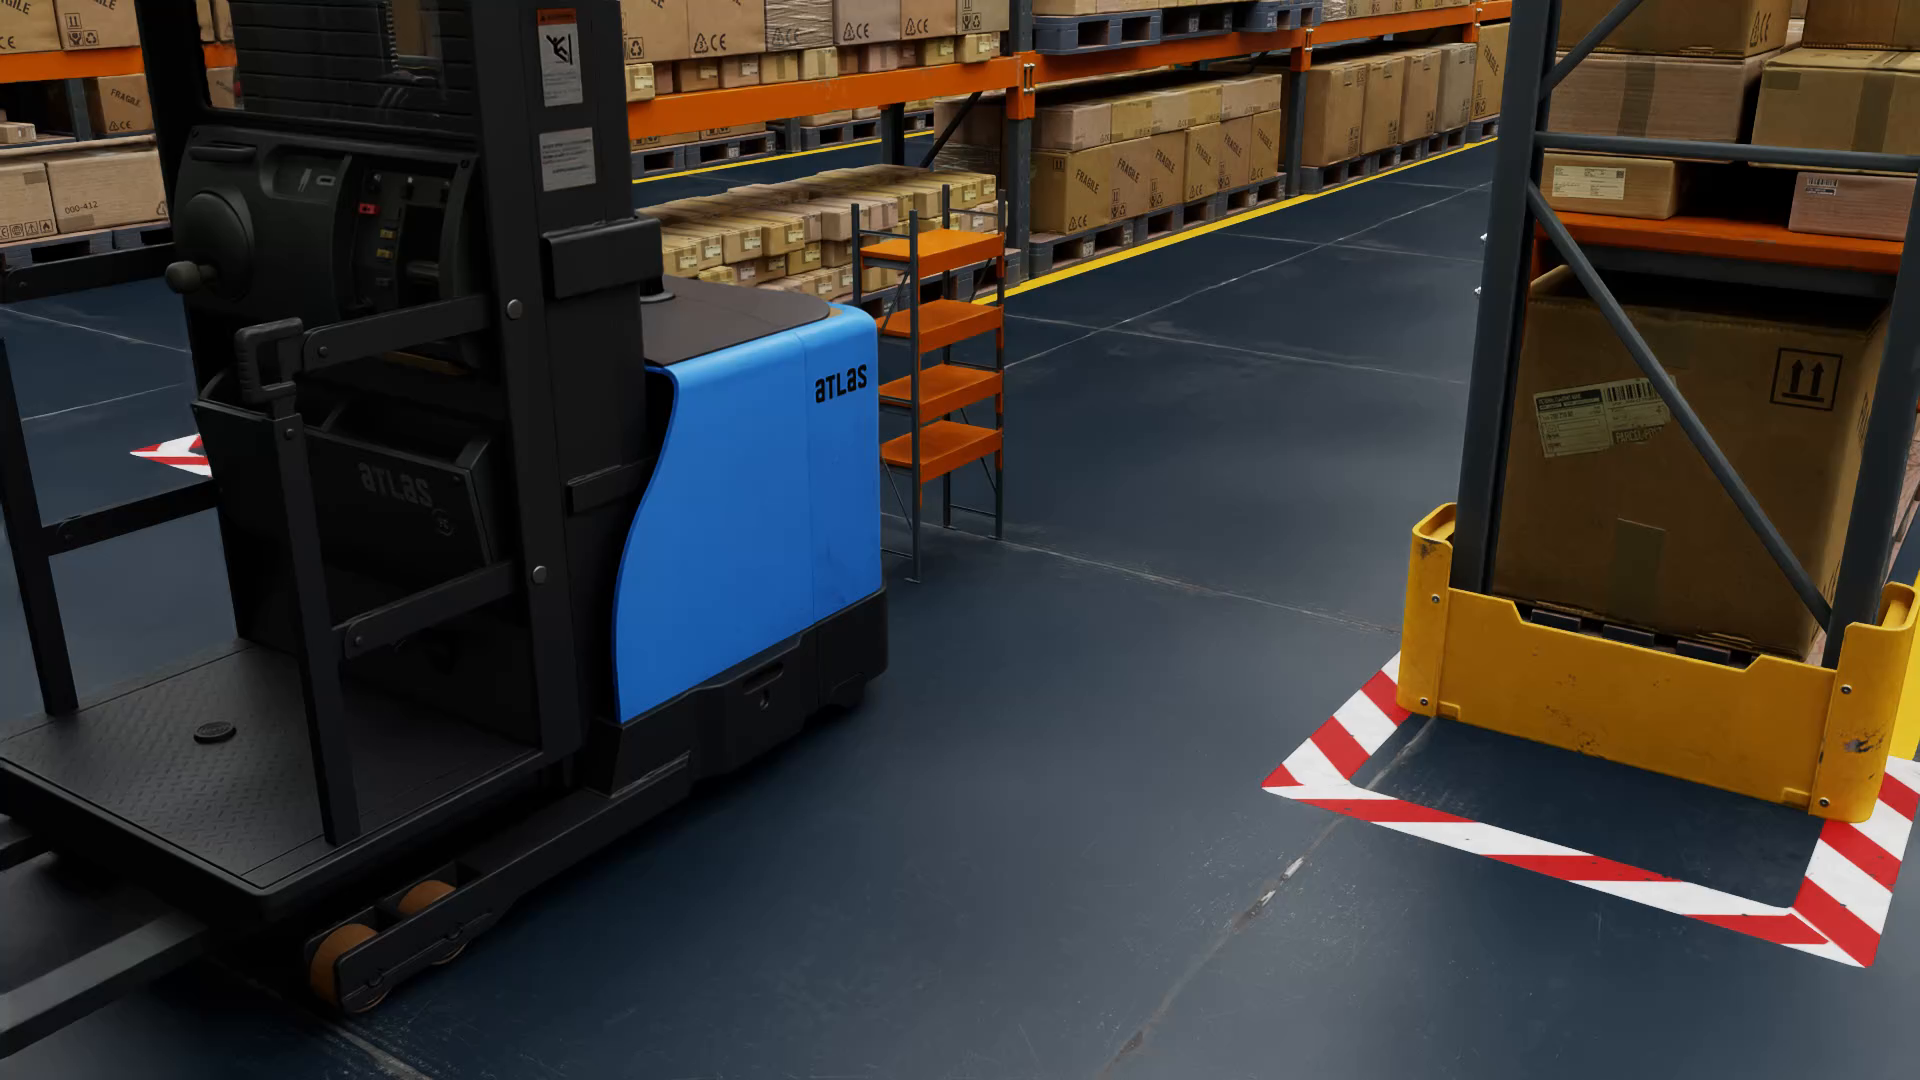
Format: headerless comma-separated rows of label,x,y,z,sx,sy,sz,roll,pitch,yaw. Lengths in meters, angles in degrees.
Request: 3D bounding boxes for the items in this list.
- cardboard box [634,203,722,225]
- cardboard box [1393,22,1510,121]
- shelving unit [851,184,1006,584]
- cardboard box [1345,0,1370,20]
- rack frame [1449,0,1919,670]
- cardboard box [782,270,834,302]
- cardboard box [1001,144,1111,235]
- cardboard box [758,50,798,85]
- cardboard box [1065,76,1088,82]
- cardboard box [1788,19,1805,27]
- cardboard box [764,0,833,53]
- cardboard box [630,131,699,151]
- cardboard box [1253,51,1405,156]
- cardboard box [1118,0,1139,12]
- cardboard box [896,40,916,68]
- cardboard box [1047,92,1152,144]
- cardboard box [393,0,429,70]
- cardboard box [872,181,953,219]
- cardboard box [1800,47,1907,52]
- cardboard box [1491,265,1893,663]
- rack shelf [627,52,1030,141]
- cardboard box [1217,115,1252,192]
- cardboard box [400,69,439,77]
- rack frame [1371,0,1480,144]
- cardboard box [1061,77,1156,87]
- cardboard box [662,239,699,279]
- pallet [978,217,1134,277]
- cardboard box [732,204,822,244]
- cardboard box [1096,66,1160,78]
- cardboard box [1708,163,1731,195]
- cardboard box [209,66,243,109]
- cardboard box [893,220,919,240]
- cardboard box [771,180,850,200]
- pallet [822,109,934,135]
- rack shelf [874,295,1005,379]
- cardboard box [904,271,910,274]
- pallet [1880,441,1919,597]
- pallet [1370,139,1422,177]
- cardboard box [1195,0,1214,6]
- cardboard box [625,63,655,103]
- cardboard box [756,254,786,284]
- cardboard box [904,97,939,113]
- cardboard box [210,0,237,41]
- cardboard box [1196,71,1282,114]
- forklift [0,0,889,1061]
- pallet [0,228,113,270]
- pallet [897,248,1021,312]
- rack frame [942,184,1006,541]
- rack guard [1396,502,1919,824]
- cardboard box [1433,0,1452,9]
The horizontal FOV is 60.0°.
cardboard box,-1.422,-1.596,8.401,0.380,0.149,0.250,12,24,30
cardboard box,4.875,-4.702,16.610,0.875,0.875,0.875,14,24,33
shelving unit,-0.093,-0.515,5.428,0.258,1.200,0.503,13,24,32
cardboard box,2.974,-4.456,13.345,0.500,0.500,0.500,13,24,31
rack frame,1.763,-0.895,3.861,1.000,3.000,0.127,13,24,32
cardboard box,-0.865,-1.286,8.421,0.380,0.149,0.250,13,24,32
cardboard box,0.601,-2.224,10.452,0.500,0.500,0.500,14,25,34
cardboard box,-0.995,-2.260,7.914,0.380,0.149,0.250,14,25,34
cardboard box,1.158,-5.450,19.534,0.500,0.250,0.500,15,25,35
cardboard box,2.677,-1.597,5.546,0.500,0.250,0.500,13,24,32
cardboard box,-0.955,-2.597,7.889,0.500,0.500,0.500,13,24,30
cardboard box,-2.898,-3.887,14.406,0.875,0.875,0.875,14,24,32
cardboard box,3.120,-3.737,14.182,1.050,0.750,0.750,14,24,33
cardboard box,0.863,-3.293,10.101,0.380,0.149,0.250,13,24,32
cardboard box,-0.457,-2.573,8.759,0.380,0.149,0.250,13,24,30
cardboard box,0.897,-2.729,10.736,0.500,0.250,0.500,14,25,33
cardboard box,-2.243,-2.257,6.970,0.500,0.500,0.500,14,24,33
cardboard box,-0.264,-1.871,9.147,0.380,0.149,0.250,13,24,31
cardboard box,2.543,-1.200,4.472,0.500,0.250,0.500,13,24,31
cardboard box,2.056,-0.295,4.696,0.875,0.875,0.875,13,24,32
rack shelf,-1.158,-2.128,8.231,1.077,0.370,4.000,13,24,32
cardboard box,1.766,-2.823,12.072,0.500,0.500,0.500,14,25,34
cardboard box,-2.333,-1.922,7.000,0.380,0.149,0.250,13,24,32
rack frame,4.463,-5.335,15.863,1.000,3.000,0.127,13,24,32
cardboard box,1.053,-3.128,11.813,0.500,0.250,0.500,13,24,32
cardboard box,-1.404,-1.264,7.506,0.380,0.149,0.250,13,24,32
pallet,0.403,-1.955,10.746,1.003,0.211,1.213,13,24,32
cardboard box,-0.921,-1.587,8.377,0.380,0.149,0.250,13,24,32
cardboard box,1.802,-5.115,17.781,0.500,0.500,0.500,13,24,32
cardboard box,1.978,-1.091,4.752,0.380,0.149,0.250,13,24,32
cardboard box,-7.258,-4.359,16.223,0.500,0.500,0.500,12,24,30
cardboard box,-0.448,-1.673,9.039,0.380,0.149,0.250,14,24,32
cardboard box,-0.832,-1.891,9.199,0.380,0.149,0.250,13,24,30
pallet,-0.809,-4.388,17.323,1.003,0.211,1.213,13,24,32
rack shelf,-0.093,-0.662,5.374,0.258,0.148,0.480,13,24,32
cardboard box,-0.283,-1.573,9.199,0.380,0.149,0.250,12,24,30
pallet,2.834,-0.181,5.949,1.003,0.211,1.213,13,24,32
pallet,3.407,-3.439,14.758,1.003,0.211,1.213,13,24,32
cardboard box,1.442,-3.589,10.901,0.380,0.149,0.250,12,23,29
cardboard box,-1.525,-1.951,7.076,0.380,0.149,0.250,12,24,30
cardboard box,-1.088,-1.379,8.245,0.380,0.149,0.250,15,25,35
cardboard box,-0.771,-4.678,17.269,0.950,0.372,0.625,14,25,34
cardboard box,-4.789,-3.544,10.877,0.500,0.500,0.500,13,24,31
cardboard box,2.047,-3.316,12.322,0.500,0.250,0.500,13,24,31
forklift,-1.441,-0.637,3.263,1.130,2.935,3.031,13,24,32
pallet,-6.048,-1.765,10.231,1.003,0.211,1.213,13,24,32
pallet,-0.382,-1.532,9.602,1.003,0.211,1.213,13,24,32
rack frame,0.044,-0.585,5.618,0.240,1.200,0.015,13,24,32
rack guard,1.749,0.284,4.276,1.175,0.500,0.348,13,24,32
cardboard box,4.107,-5.035,14.908,0.500,0.500,0.500,13,24,31
